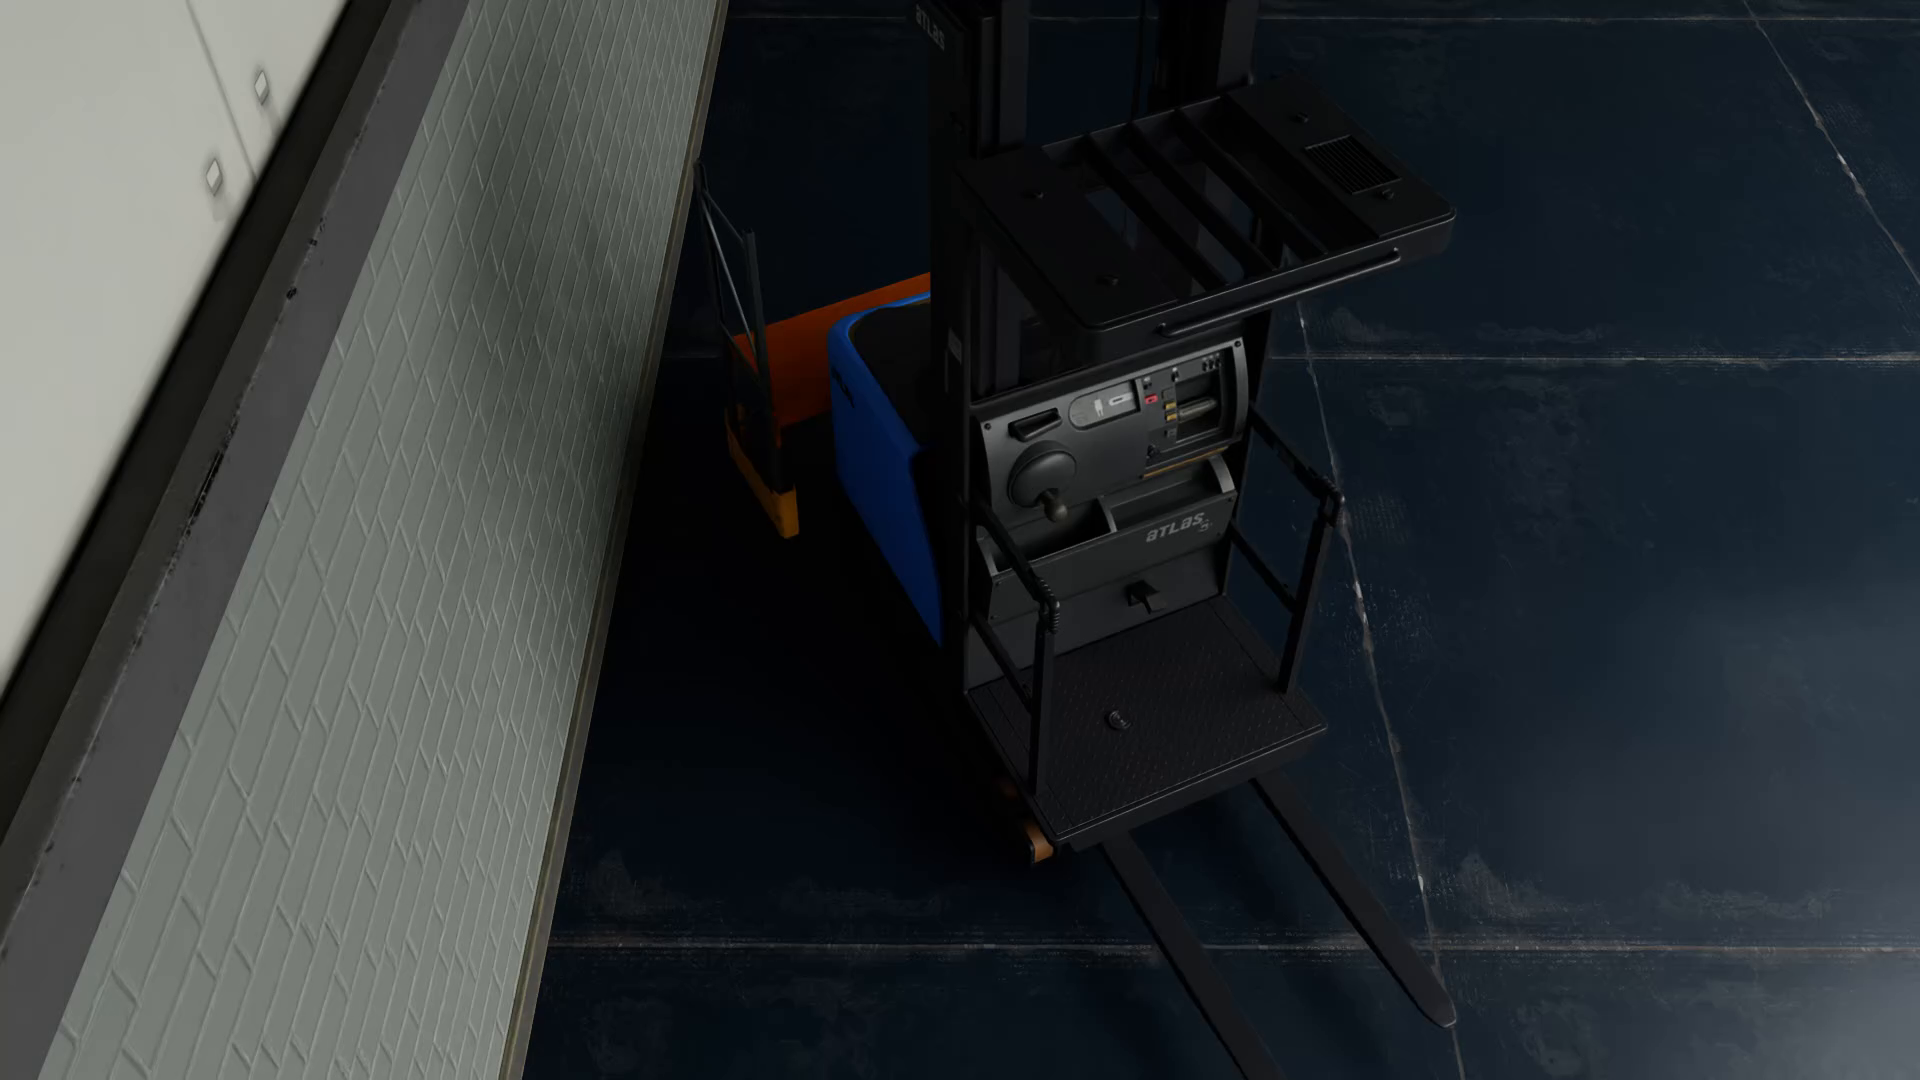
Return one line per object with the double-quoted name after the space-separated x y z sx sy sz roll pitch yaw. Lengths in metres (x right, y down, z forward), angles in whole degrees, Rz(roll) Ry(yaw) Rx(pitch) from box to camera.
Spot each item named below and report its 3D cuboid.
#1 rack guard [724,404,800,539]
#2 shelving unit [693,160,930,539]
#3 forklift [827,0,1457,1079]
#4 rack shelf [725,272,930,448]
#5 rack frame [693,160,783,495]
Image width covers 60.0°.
-0.827 -0.289 6.929 0.087 0.250 0.587 -21 51 -19 "rack guard"
-0.388 -0.887 6.632 1.083 1.500 0.587 -21 51 -19 "shelving unit"
0.585 -0.253 5.064 1.130 2.935 3.031 -19 50 -17 "forklift"
-0.396 -0.762 6.760 1.000 0.185 0.538 -21 51 -19 "rack shelf"
-0.844 -0.709 6.466 0.032 1.500 0.500 -21 51 -19 "rack frame"
